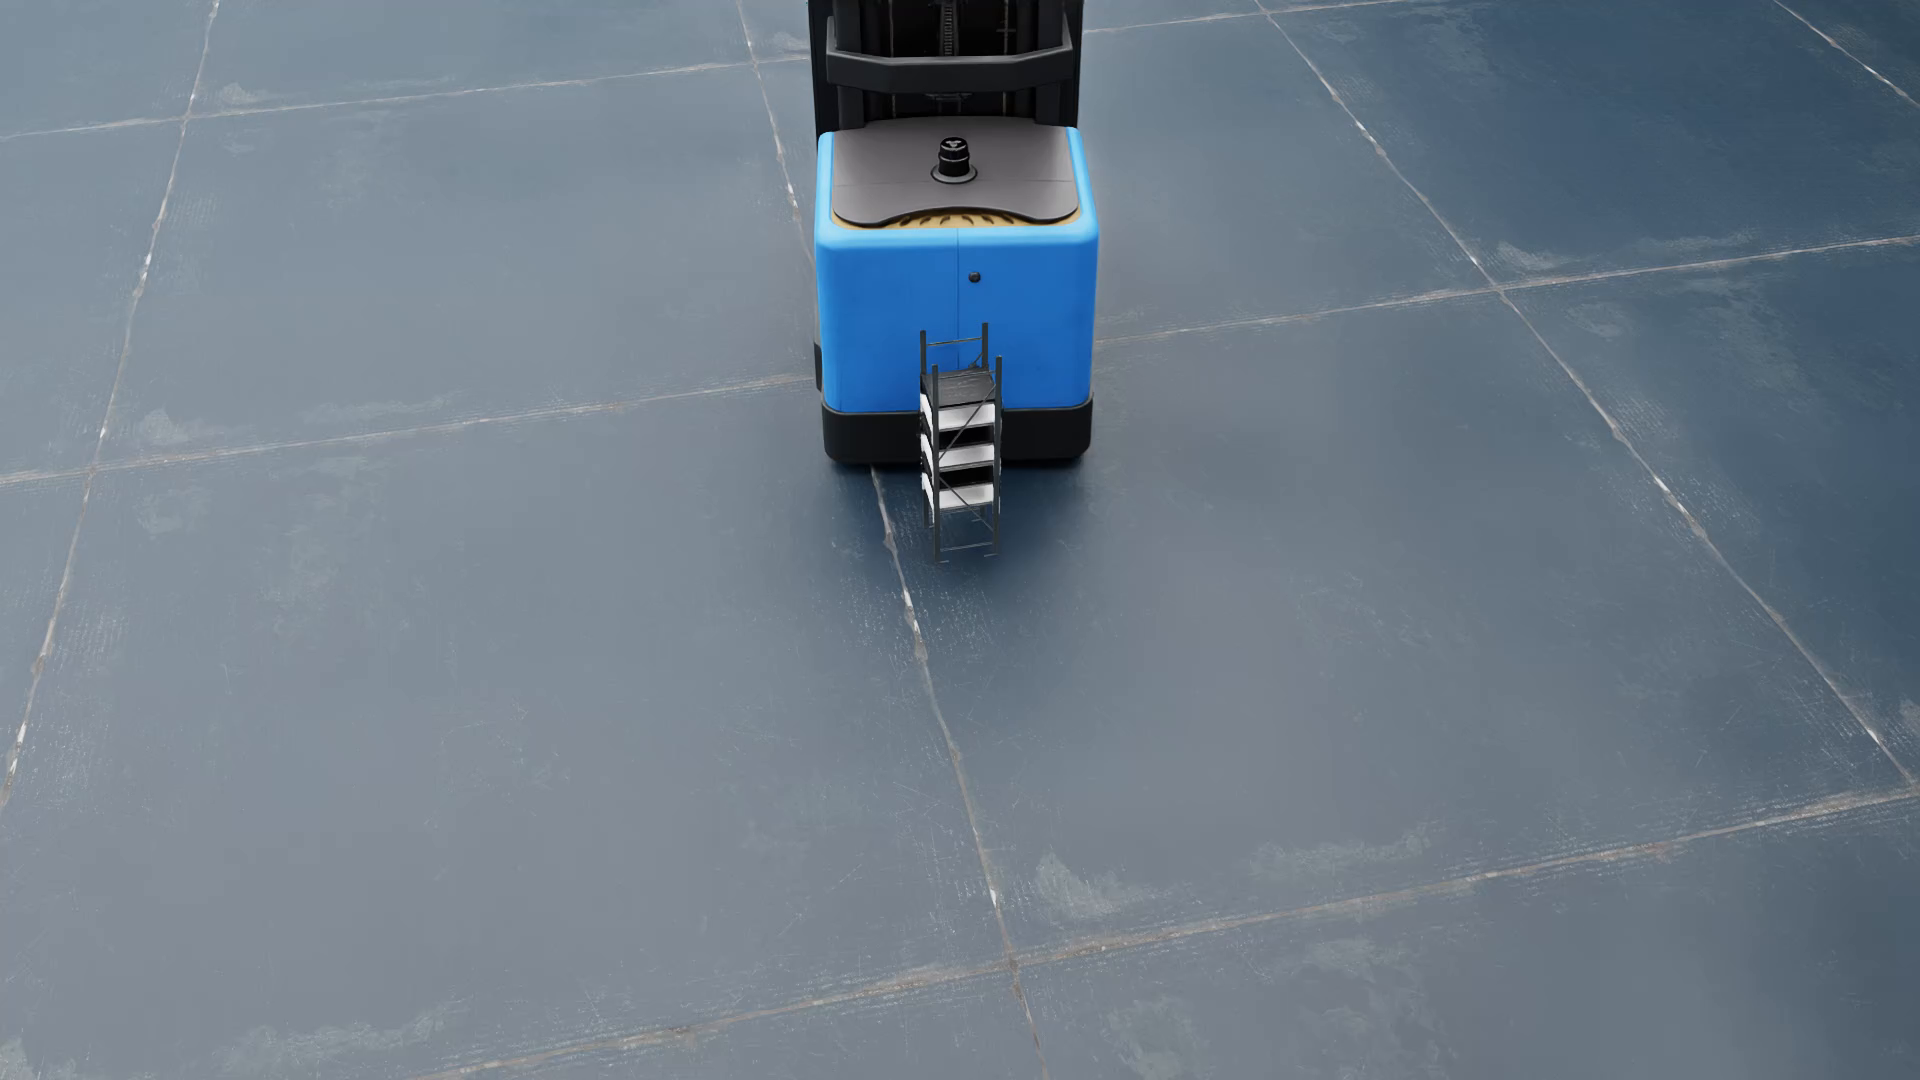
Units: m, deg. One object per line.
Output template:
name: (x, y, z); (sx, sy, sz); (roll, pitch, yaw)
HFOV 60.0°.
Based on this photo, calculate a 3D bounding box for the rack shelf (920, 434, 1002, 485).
rack shelf: (0.002, -0.306, 5.967); (0.258, 0.077, 0.200); (-8, 42, -9)

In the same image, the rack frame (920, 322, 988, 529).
rack frame: (-0.020, -0.397, 6.020); (0.240, 0.900, 0.006); (-8, 42, -9)

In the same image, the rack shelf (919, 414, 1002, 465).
rack shelf: (0.002, -0.374, 5.908); (0.258, 0.077, 0.200); (-8, 42, -9)

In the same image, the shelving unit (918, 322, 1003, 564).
shelving unit: (0.002, -0.331, 5.945); (0.258, 0.900, 0.210); (-8, 42, -9)

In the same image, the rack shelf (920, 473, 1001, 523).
rack shelf: (0.002, -0.172, 6.087); (0.258, 0.077, 0.200); (-8, 42, -9)

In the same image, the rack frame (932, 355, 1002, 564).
rack frame: (0.024, -0.265, 5.871); (0.240, 0.900, 0.006); (-8, 42, -9)

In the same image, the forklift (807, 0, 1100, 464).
forklift: (-0.067, -2.355, 6.695); (1.130, 2.935, 3.031); (-2, 42, -2)

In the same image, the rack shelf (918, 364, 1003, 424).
rack shelf: (0.002, -0.508, 5.788); (0.258, 0.077, 0.200); (-8, 42, -9)

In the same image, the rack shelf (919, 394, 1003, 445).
rack shelf: (0.002, -0.441, 5.848); (0.258, 0.077, 0.200); (-8, 42, -9)

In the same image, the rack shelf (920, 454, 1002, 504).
rack shelf: (0.002, -0.239, 6.027); (0.258, 0.077, 0.200); (-8, 42, -9)
